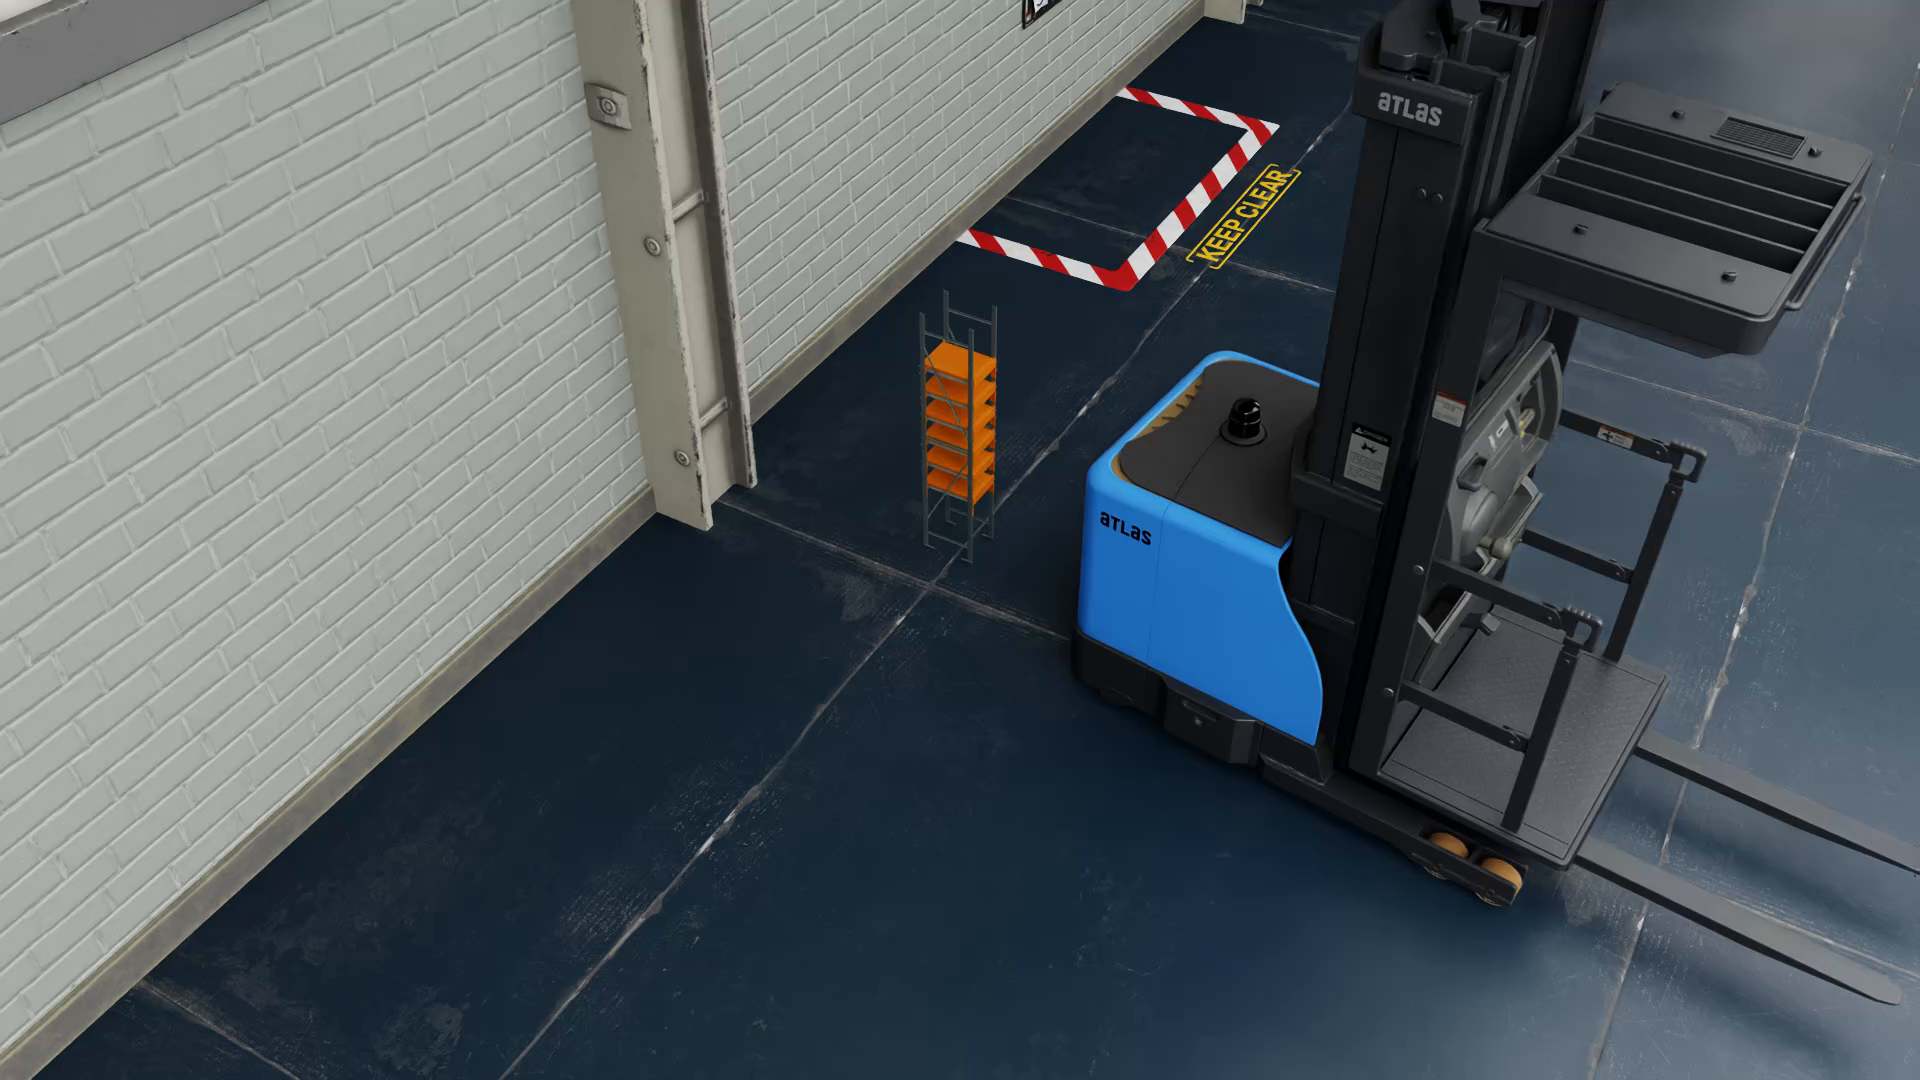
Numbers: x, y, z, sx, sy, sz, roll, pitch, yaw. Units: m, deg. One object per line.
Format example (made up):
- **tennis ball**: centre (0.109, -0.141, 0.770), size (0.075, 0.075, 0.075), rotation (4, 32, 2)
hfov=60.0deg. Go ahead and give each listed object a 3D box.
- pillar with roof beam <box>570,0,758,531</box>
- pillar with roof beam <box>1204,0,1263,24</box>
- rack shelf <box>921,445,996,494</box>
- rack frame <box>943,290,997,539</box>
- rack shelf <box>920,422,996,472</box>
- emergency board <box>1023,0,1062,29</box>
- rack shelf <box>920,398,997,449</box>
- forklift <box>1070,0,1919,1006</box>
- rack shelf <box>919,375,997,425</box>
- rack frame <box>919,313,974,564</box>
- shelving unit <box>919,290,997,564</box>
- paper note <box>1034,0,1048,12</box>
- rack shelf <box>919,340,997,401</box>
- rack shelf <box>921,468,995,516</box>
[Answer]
- **pillar with roof beam**: centre (2.580, -2.155, 2.888), size (9.100, 9.000, 0.400), rotation (21, 45, 22)
- **pillar with roof beam**: centre (5.583, -5.588, 6.787), size (9.100, 9.000, 0.400), rotation (21, 45, 22)
- **rack shelf**: centre (-0.007, -0.319, 6.953), size (0.258, 0.103, 0.180), rotation (21, 45, 22)
- **rack frame**: centre (0.039, -0.494, 6.904), size (0.240, 1.200, 0.006), rotation (21, 45, 22)
- **rack shelf**: centre (-0.007, -0.409, 6.873), size (0.258, 0.103, 0.180), rotation (21, 45, 22)
- **emergency board**: centre (0.566, -3.360, 8.796), size (0.157, 1.169, 0.626), rotation (21, 45, 22)
- **rack shelf**: centre (-0.007, -0.499, 6.794), size (0.258, 0.103, 0.180), rotation (21, 45, 22)
- **forklift**: centre (1.929, -0.228, 5.292), size (3.031, 2.935, 1.130), rotation (25, 47, 26)
- **rack shelf**: centre (-0.007, -0.589, 6.715), size (0.258, 0.103, 0.180), rotation (21, 45, 22)
- **rack frame**: centre (-0.053, -0.390, 6.785), size (0.240, 1.200, 0.006), rotation (21, 45, 22)
- **shelving unit**: centre (-0.007, -0.442, 6.844), size (0.258, 1.200, 0.189), rotation (21, 45, 22)
- **paper note**: centre (0.438, -2.950, 8.997), size (0.016, 0.148, 0.142), rotation (21, 45, 22)
- **rack shelf**: centre (-0.007, -0.679, 6.636), size (0.258, 0.103, 0.180), rotation (21, 45, 22)
- **rack shelf**: centre (-0.007, -0.229, 7.032), size (0.258, 0.103, 0.180), rotation (21, 45, 22)
